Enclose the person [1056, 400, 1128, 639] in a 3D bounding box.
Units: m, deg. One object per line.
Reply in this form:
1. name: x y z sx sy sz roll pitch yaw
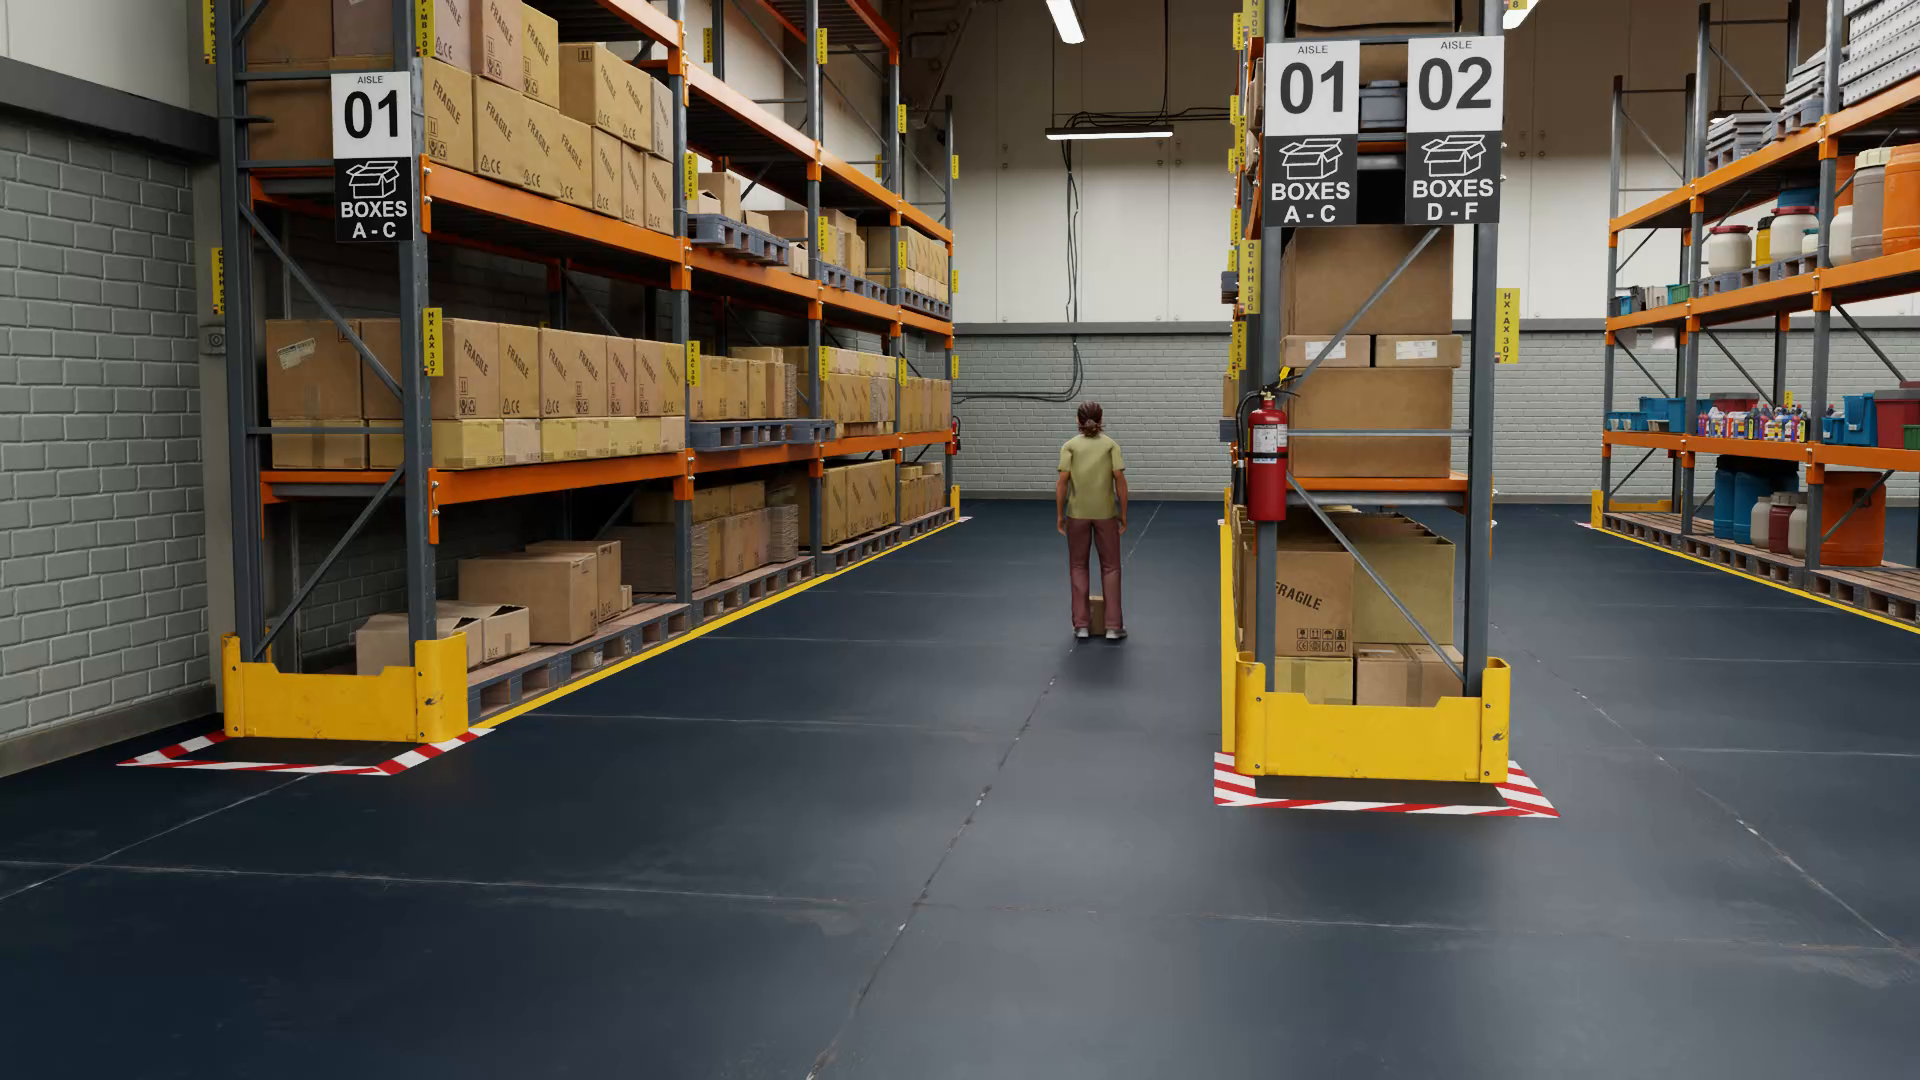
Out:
1. person: 0.933 -0.147 11.720 0.510 1.671 0.416 0 5 6
